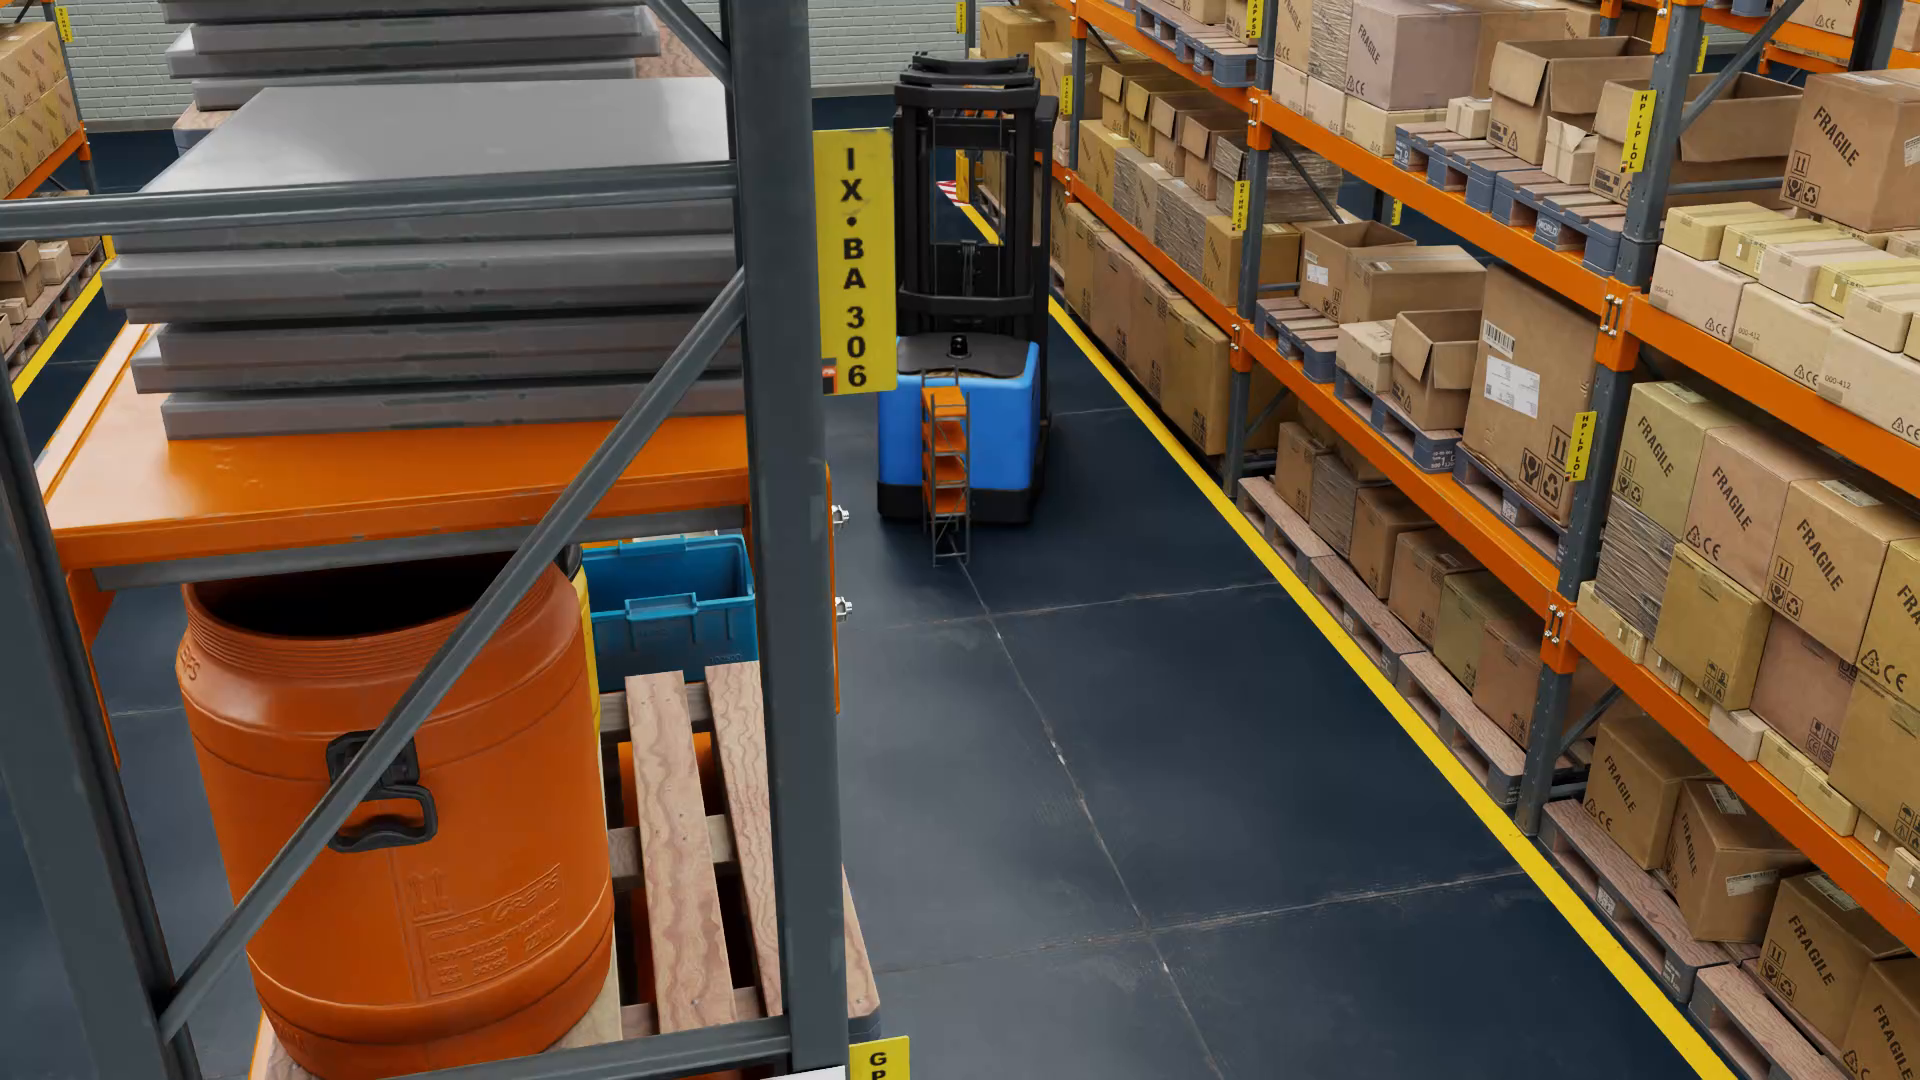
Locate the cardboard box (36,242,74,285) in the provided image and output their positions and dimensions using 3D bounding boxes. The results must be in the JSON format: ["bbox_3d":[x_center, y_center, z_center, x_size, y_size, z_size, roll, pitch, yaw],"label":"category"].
[{"bbox_3d":[-8.550,-2.548,15.378,0.500,0.250,0.500,-6,27,-12],"label":"cardboard box"}]

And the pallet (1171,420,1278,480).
[{"bbox_3d":[2.254,-0.814,12.474,1.003,0.211,1.213,-6,27,-12],"label":"pallet"}]

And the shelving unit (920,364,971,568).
[{"bbox_3d":[-0.094,-0.476,10.707,0.258,1.200,0.503,-4,27,-7],"label":"shelving unit"}]

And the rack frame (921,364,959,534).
[{"bbox_3d":[-0.129,-0.585,10.923,0.240,1.200,0.015,-4,27,-7],"label":"rack frame"}]

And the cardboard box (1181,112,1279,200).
[{"bbox_3d":[2.065,-2.806,12.103,0.797,0.503,0.637,-5,27,-10],"label":"cardboard box"}]

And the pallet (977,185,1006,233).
[{"bbox_3d":[0.812,-3.629,18.052,1.003,0.211,1.213,-6,27,-12],"label":"pallet"}]

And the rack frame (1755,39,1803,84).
[{"bbox_3d":[10.210,-6.223,20.097,1.000,3.000,0.127,-6,27,-12],"label":"rack frame"}]

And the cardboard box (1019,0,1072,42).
[{"bbox_3d":[0.921,-5.430,17.530,0.500,0.500,0.500,-6,27,-11],"label":"cardboard box"}]

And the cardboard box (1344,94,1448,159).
[{"bbox_3d":[2.457,-2.295,9.151,0.500,0.250,0.500,-5,27,-10],"label":"cardboard box"}]

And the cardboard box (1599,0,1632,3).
[{"bbox_3d":[6.316,-4.993,16.108,0.500,0.500,0.500,-7,28,-13],"label":"cardboard box"}]

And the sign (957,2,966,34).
[{"bbox_3d":[0.013,-5.585,17.784,0.100,0.325,0.005,-6,27,-12],"label":"sign"}]

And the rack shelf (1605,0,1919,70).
[{"bbox_3d":[6.763,-4.060,13.281,1.077,0.370,4.000,-6,27,-12],"label":"rack shelf"}]

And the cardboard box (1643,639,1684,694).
[{"bbox_3d":[3.142,0.506,7.043,0.380,0.149,0.250,-6,27,-12],"label":"cardboard box"}]

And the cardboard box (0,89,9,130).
[{"bbox_3d":[-8.260,-3.635,13.749,0.500,0.500,0.500,-7,28,-13],"label":"cardboard box"}]

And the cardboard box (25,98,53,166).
[{"bbox_3d":[-8.503,-3.641,14.871,0.500,0.500,0.500,-6,27,-11],"label":"cardboard box"}]

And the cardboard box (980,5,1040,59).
[{"bbox_3d":[0.513,-5.160,16.994,0.500,0.500,0.500,-7,28,-13],"label":"cardboard box"}]

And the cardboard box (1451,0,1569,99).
[{"bbox_3d":[2.932,-2.685,9.092,0.500,0.500,0.500,-5,27,-11],"label":"cardboard box"}]

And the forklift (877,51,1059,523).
[{"bbox_3d":[0.116,-2.057,11.918,1.130,2.935,3.031,3,27,6],"label":"forklift"}]

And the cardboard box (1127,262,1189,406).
[{"bbox_3d":[2.030,-1.641,12.910,1.225,0.875,0.875,-6,27,-11],"label":"cardboard box"}]

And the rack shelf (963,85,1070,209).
[{"bbox_3d":[1.006,-4.018,16.526,1.077,0.370,4.000,-6,27,-12],"label":"rack shelf"}]

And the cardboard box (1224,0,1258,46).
[{"bbox_3d":[2.151,-3.538,10.867,0.797,0.503,0.637,-4,27,-9],"label":"cardboard box"}]

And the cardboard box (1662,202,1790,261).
[{"bbox_3d":[3.033,-1.225,6.589,0.380,0.149,0.250,-7,28,-13],"label":"cardboard box"}]

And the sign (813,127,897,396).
[{"bbox_3d":[-0.127,-0.329,1.993,0.100,0.325,0.005,-6,27,-12],"label":"sign"}]

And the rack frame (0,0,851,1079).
[{"bbox_3d":[-0.661,-0.368,1.839,0.949,2.616,0.053,-6,27,-12],"label":"rack frame"}]

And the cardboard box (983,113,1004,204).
[{"bbox_3d":[0.778,-4.183,17.947,0.875,0.875,0.875,-6,27,-12],"label":"cardboard box"}]

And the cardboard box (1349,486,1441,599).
[{"bbox_3d":[2.801,-0.003,10.059,0.700,0.500,0.500,-4,27,-7],"label":"cardboard box"}]

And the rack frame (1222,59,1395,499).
[{"bbox_3d":[2.358,-1.705,11.145,1.000,3.000,0.127,-6,27,-12],"label":"rack frame"}]

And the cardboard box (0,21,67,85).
[{"bbox_3d":[-8.729,-4.536,15.534,0.500,0.500,0.500,-6,27,-12],"label":"cardboard box"}]

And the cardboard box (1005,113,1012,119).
[{"bbox_3d":[0.662,-4.240,16.447,0.380,0.149,0.250,-7,28,-13],"label":"cardboard box"}]

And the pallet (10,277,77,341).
[{"bbox_3d":[-8.628,-2.050,14.923,1.003,0.211,1.213,-6,27,-12],"label":"pallet"}]

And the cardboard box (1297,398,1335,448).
[{"bbox_3d":[2.538,-0.829,10.863,0.500,0.250,0.500,-5,27,-9],"label":"cardboard box"}]

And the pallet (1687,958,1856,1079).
[{"bbox_3d":[3.724,2.124,6.654,1.003,0.211,1.213,-6,27,-12],"label":"pallet"}]

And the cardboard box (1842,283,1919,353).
[{"bbox_3d":[3.272,-0.765,5.677,0.380,0.149,0.250,-6,27,-13],"label":"cardboard box"}]

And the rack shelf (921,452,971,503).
[{"bbox_3d":[-0.094,-0.416,10.738,0.258,0.148,0.480,-4,27,-7],"label":"rack shelf"}]

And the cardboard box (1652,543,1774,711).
[{"bbox_3d":[3.379,0.301,6.731,0.875,0.500,0.500,-6,27,-12],"label":"cardboard box"}]

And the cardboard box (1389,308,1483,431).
[{"bbox_3d":[2.779,-0.934,9.037,0.797,0.503,0.637,-3,27,-6],"label":"cardboard box"}]

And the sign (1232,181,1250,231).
[{"bbox_3d":[1.818,-2.164,10.770,0.100,0.325,0.005,-6,27,-12],"label":"sign"}]

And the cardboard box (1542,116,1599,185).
[{"bbox_3d":[2.950,-1.818,7.723,0.396,0.266,0.258,-5,27,-10],"label":"cardboard box"}]

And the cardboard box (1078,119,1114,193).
[{"bbox_3d":[1.317,-3.278,14.151,0.500,0.500,0.500,-6,27,-11],"label":"cardboard box"}]

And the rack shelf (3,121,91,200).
[{"bbox_3d":[-8.646,-3.013,14.536,1.077,0.370,4.000,-6,27,-12],"label":"rack shelf"}]

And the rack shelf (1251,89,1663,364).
[{"bbox_3d":[2.809,-1.845,8.892,1.077,0.370,4.000,-6,27,-12],"label":"rack shelf"}]

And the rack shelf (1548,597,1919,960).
[{"bbox_3d":[3.710,1.250,6.089,1.077,0.370,4.000,-6,27,-12],"label":"rack shelf"}]

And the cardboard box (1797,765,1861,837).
[{"bbox_3d":[3.366,0.945,6.173,0.380,0.149,0.250,-6,27,-12],"label":"cardboard box"}]

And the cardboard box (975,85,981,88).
[{"bbox_3d":[0.373,-4.803,17.562,0.380,0.149,0.250,-6,27,-12],"label":"cardboard box"}]

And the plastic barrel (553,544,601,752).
[{"bbox_3d":[-1.045,0.212,3.344,0.600,0.588,0.600,0,27,0],"label":"plastic barrel"}]

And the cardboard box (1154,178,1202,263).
[{"bbox_3d":[1.779,-2.388,12.388,0.500,0.500,0.500,-7,28,-13],"label":"cardboard box"}]

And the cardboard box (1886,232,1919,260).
[{"bbox_3d":[3.727,-1.058,6.258,0.380,0.149,0.250,-7,28,-14],"label":"cardboard box"}]

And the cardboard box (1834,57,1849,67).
[{"bbox_3d":[10.277,-5.583,18.719,0.500,0.500,0.500,-6,27,-12],"label":"cardboard box"}]

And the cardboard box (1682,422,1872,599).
[{"bbox_3d":[3.228,-0.130,6.474,0.500,0.500,0.500,-6,27,-12],"label":"cardboard box"}]

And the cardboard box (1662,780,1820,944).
[{"bbox_3d":[3.447,1.410,7.282,0.500,0.500,0.500,2,27,5],"label":"cardboard box"}]

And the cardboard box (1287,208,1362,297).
[{"bbox_3d":[2.514,-1.990,11.600,0.500,0.500,0.500,-5,27,-10],"label":"cardboard box"}]

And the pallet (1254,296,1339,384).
[{"bbox_3d":[2.623,-1.317,10.590,1.213,0.211,1.003,-6,27,-12],"label":"pallet"}]

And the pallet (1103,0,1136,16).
[{"bbox_3d":[1.711,-4.317,13.204,0.805,0.209,1.217,-7,28,-14],"label":"pallet"}]

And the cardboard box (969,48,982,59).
[{"bbox_3d":[0.400,-5.044,17.598,0.500,0.250,0.500,-7,28,-13],"label":"cardboard box"}]

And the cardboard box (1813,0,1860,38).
[{"bbox_3d":[6.712,-3.991,12.234,0.500,0.500,0.500,-6,27,-12],"label":"cardboard box"}]
